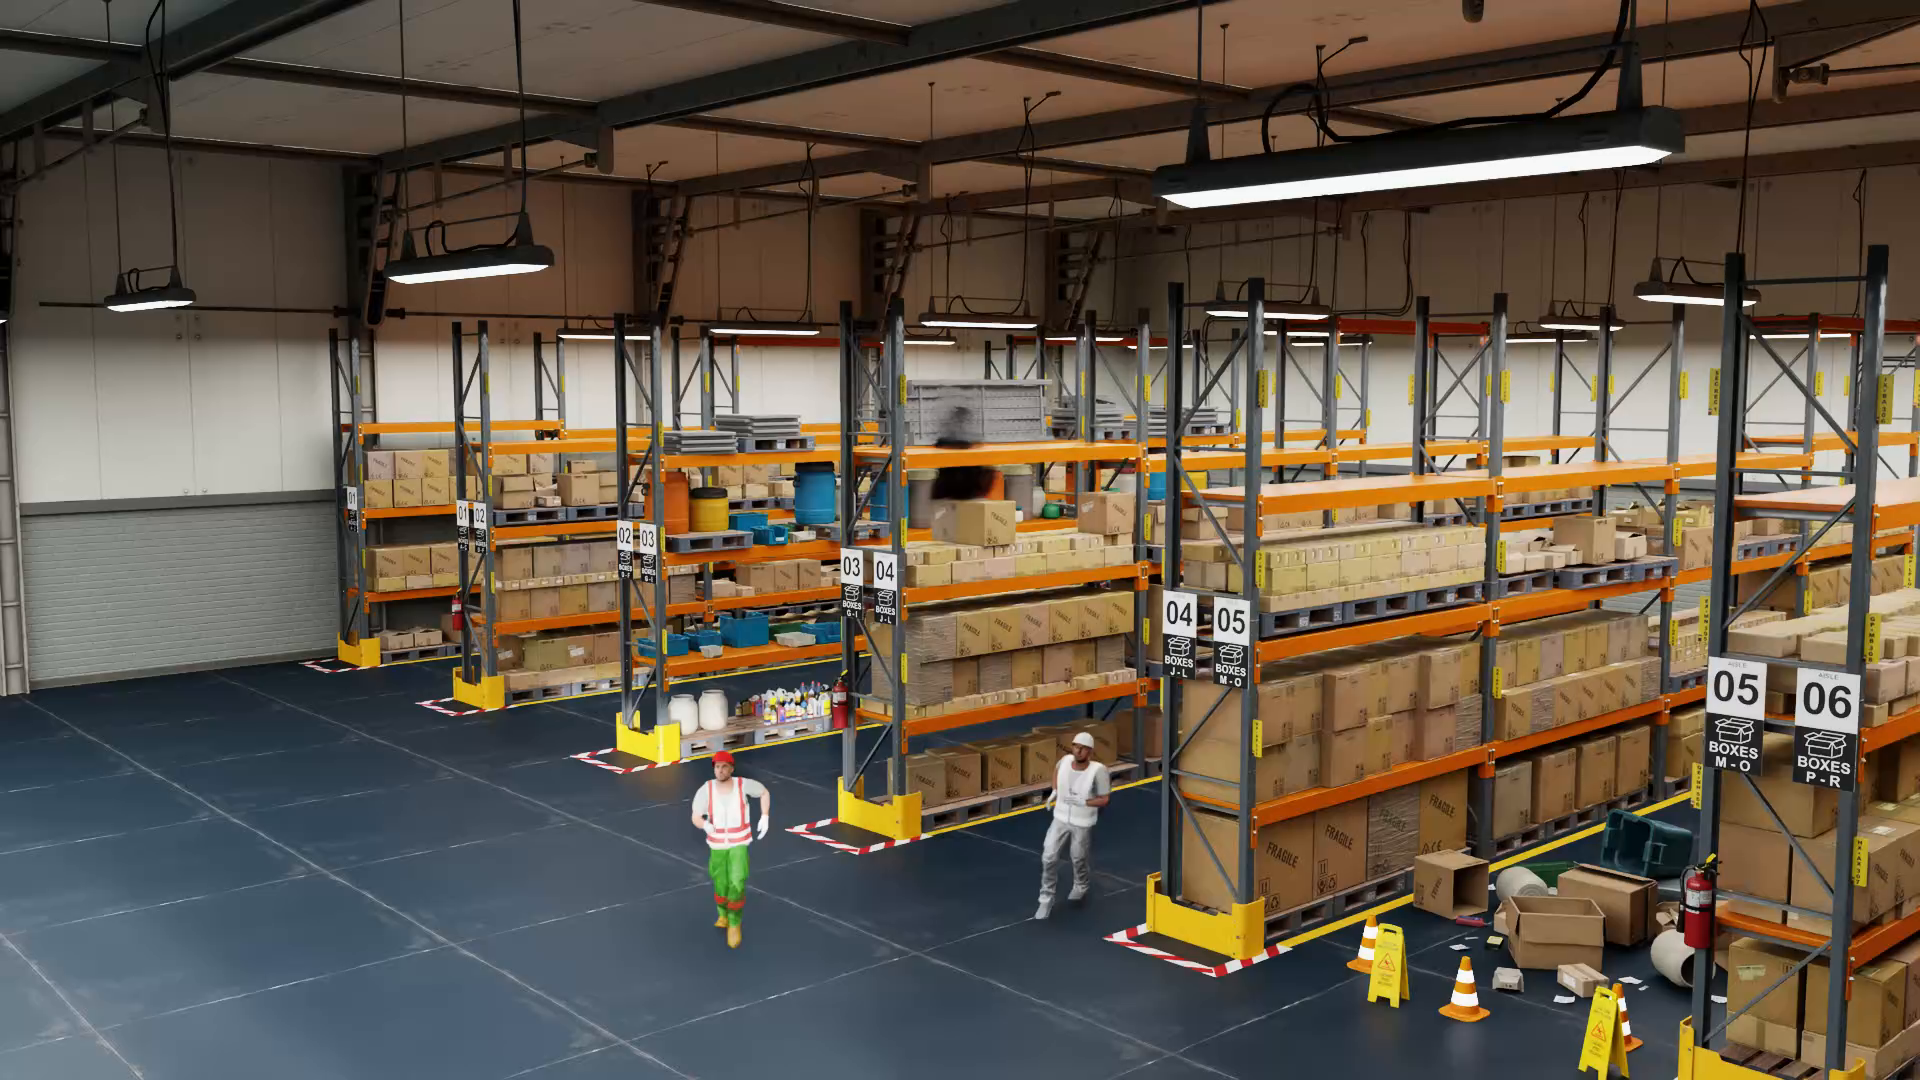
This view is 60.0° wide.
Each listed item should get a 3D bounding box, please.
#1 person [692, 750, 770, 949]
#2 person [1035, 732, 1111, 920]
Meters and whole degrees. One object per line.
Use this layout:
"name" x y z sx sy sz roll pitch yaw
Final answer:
"person" -2.087 2.783 15.111 0.672 1.789 0.886 0 6 1
"person" 1.141 2.730 15.988 0.688 1.826 0.765 3 6 25
